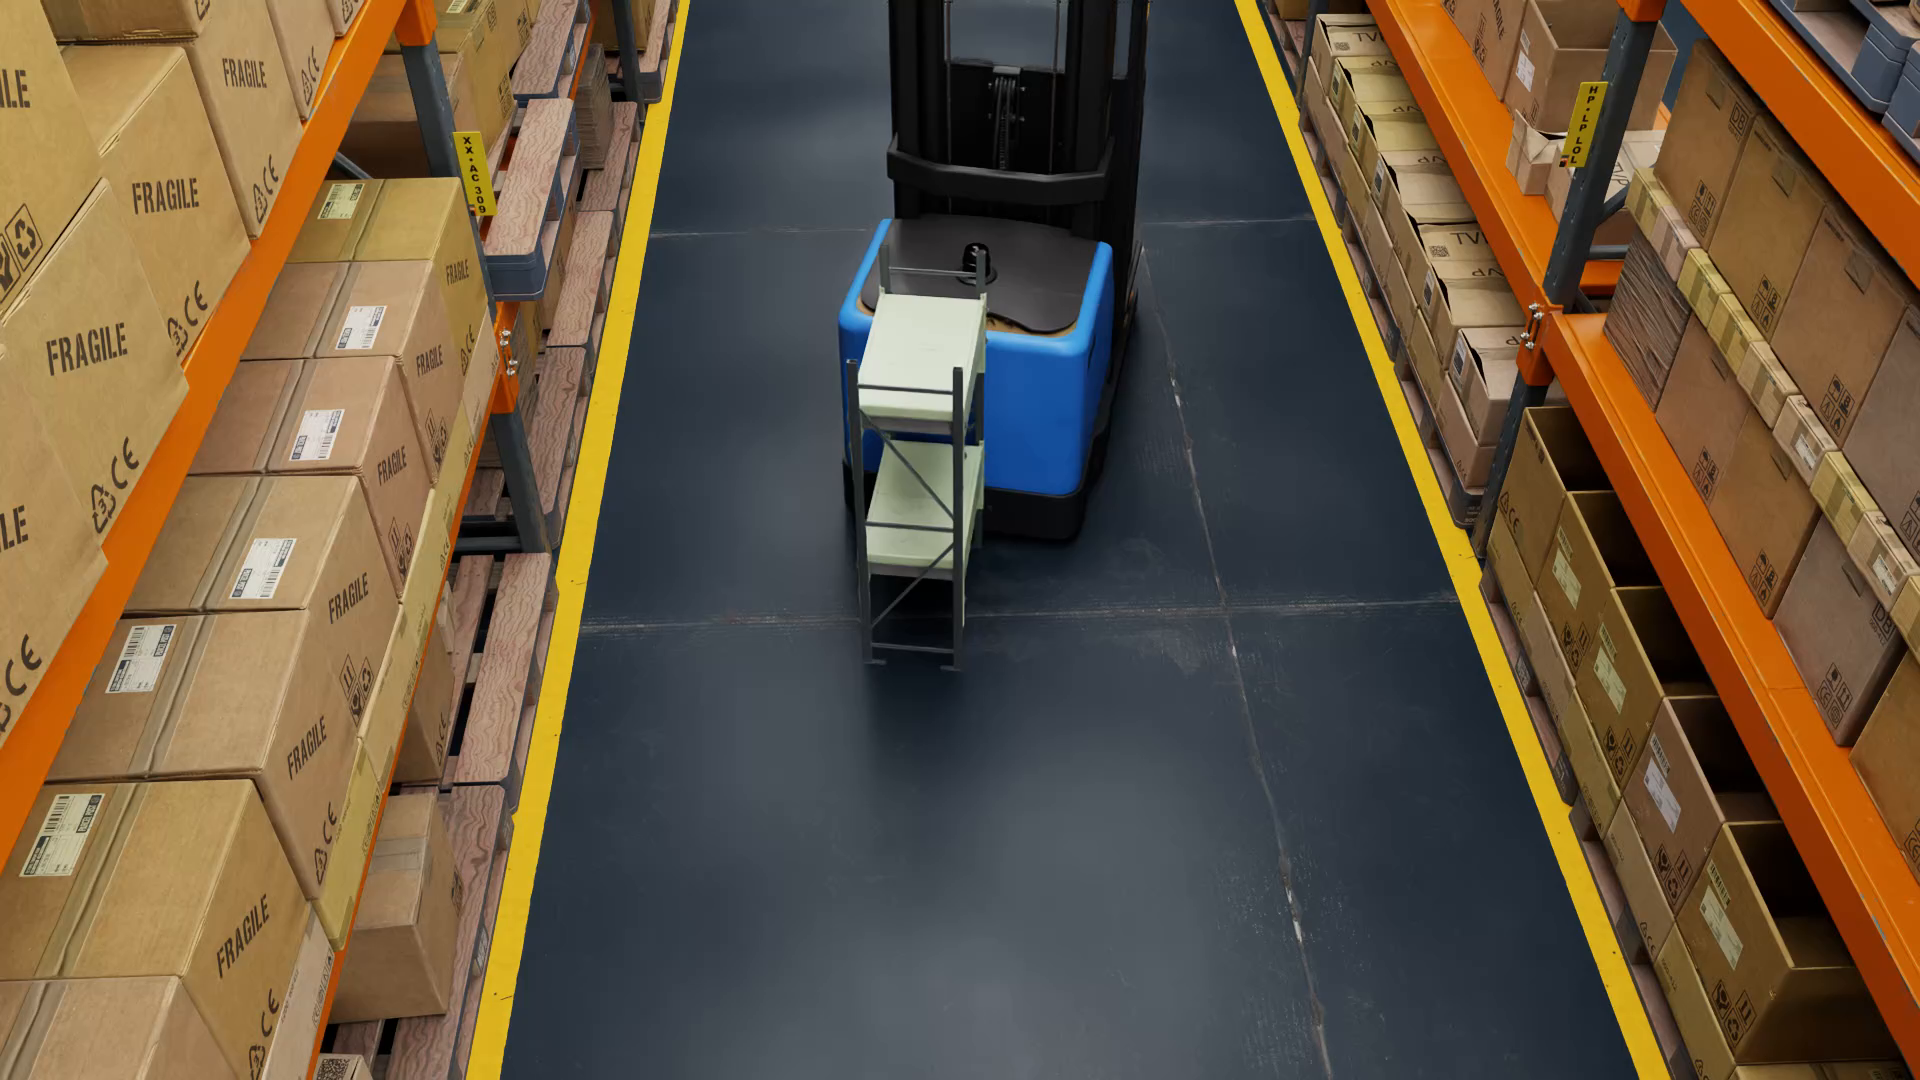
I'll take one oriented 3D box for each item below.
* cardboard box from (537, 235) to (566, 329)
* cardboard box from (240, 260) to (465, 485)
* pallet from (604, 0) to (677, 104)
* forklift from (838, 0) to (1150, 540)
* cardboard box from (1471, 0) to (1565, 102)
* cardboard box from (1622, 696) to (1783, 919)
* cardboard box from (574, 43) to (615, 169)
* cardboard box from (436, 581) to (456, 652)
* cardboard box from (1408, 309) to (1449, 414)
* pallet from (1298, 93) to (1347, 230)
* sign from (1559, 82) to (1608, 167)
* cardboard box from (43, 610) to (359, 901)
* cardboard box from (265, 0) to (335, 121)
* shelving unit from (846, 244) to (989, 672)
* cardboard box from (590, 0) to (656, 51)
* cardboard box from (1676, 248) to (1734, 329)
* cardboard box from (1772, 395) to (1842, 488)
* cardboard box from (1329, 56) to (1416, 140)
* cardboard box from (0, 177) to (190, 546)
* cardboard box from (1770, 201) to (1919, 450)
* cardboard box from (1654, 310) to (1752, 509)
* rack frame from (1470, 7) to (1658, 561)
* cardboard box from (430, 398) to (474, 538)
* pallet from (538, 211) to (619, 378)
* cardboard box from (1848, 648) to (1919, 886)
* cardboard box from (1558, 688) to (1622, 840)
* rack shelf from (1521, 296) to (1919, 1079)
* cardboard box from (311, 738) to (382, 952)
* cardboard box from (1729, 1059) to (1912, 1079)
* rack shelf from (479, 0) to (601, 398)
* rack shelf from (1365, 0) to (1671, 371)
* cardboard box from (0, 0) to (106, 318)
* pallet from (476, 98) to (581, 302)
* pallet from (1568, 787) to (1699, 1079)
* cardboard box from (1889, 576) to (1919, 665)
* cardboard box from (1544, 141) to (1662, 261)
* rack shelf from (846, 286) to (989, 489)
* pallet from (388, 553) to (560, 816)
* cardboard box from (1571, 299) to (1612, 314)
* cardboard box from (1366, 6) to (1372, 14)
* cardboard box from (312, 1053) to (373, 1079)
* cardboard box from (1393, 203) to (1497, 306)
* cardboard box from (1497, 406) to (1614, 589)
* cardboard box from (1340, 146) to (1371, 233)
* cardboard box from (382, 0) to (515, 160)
[{"bbox_3d":[-2.328,-1.359,8.037,0.700,0.500,0.500,-1,43,-1],"label":"cardboard box"},{"bbox_3d":[-1.871,-0.511,5.128,0.500,0.500,0.500,-2,43,-2],"label":"cardboard box"},{"bbox_3d":[-2.355,-3.136,10.515,1.003,0.211,1.213,-2,43,-2],"label":"pallet"},{"bbox_3d":[0.291,-2.089,7.360,1.130,2.935,3.031,8,43,9],"label":"forklift"},{"bbox_3d":[2.663,-2.323,7.491,0.500,0.500,0.500,-2,43,-2],"label":"cardboard box"},{"bbox_3d":[2.495,0.843,5.279,0.500,0.500,0.500,-2,43,-2],"label":"cardboard box"},{"bbox_3d":[-2.314,-2.386,9.157,0.700,0.500,0.500,-1,43,-1],"label":"cardboard box"},{"bbox_3d":[-2.174,0.314,6.459,0.380,0.166,0.250,-7,43,-7],"label":"cardboard box"},{"bbox_3d":[2.396,-0.828,7.658,0.500,0.250,0.500,-2,43,-2],"label":"cardboard box"},{"bbox_3d":[2.549,-2.189,9.482,1.003,0.211,1.213,-2,43,-2],"label":"pallet"},{"bbox_3d":[2.181,-1.449,5.813,0.100,0.325,0.005,-2,43,-2],"label":"sign"},{"bbox_3d":[-1.803,0.529,3.994,0.500,0.500,0.500,-3,43,-3],"label":"cardboard box"},{"bbox_3d":[-1.949,-1.403,4.253,0.500,0.500,0.500,-5,43,-5],"label":"cardboard box"},{"bbox_3d":[-0.146,-0.291,6.457,0.431,1.500,0.755,5,43,5],"label":"shelving unit"},{"bbox_3d":[-2.297,-3.492,10.120,0.750,0.750,0.750,-2,43,-2],"label":"cardboard box"},{"bbox_3d":[2.564,-0.819,5.370,0.380,0.149,0.250,-3,43,-3],"label":"cardboard box"},{"bbox_3d":[2.599,-0.293,4.796,0.380,0.149,0.250,-3,43,-3],"label":"cardboard box"},{"bbox_3d":[2.312,-2.406,8.964,0.500,0.311,0.500,-3,43,-3],"label":"cardboard box"},{"bbox_3d":[-1.834,-0.326,3.077,0.500,0.500,0.500,0,43,0],"label":"cardboard box"},{"bbox_3d":[2.791,-0.610,4.662,0.700,0.500,0.500,-2,43,-2],"label":"cardboard box"},{"bbox_3d":[2.777,-0.455,5.453,0.700,0.500,0.500,-2,43,-2],"label":"cardboard box"},{"bbox_3d":[2.723,-1.074,6.202,1.000,3.000,0.127,-2,43,-2],"label":"rack frame"},{"bbox_3d":[-1.891,-0.233,5.381,0.500,0.250,0.500,-1,43,-2],"label":"cardboard box"},{"bbox_3d":[-2.316,-1.252,8.460,1.003,0.211,1.213,-2,43,-2],"label":"pallet"},{"bbox_3d":[2.843,0.584,4.318,0.700,0.500,0.500,-1,43,-2],"label":"cardboard box"},{"bbox_3d":[2.472,0.782,5.901,0.500,0.250,0.500,-2,43,-2],"label":"cardboard box"},{"bbox_3d":[2.807,0.542,4.972,1.077,0.370,4.000,-2,43,-2],"label":"rack shelf"},{"bbox_3d":[-1.812,0.786,4.268,0.500,0.250,0.500,-2,43,-2],"label":"cardboard box"},{"bbox_3d":[2.541,1.795,4.796,0.500,0.250,0.500,-2,43,-2],"label":"cardboard box"},{"bbox_3d":[-2.311,-2.014,7.760,1.077,0.370,4.000,-2,43,-2],"label":"rack shelf"},{"bbox_3d":[2.638,-2.159,7.918,1.077,0.370,4.000,-2,43,-2],"label":"rack shelf"},{"bbox_3d":[-1.834,-0.700,2.745,0.500,0.500,0.500,-1,43,-1],"label":"cardboard box"},{"bbox_3d":[-2.114,-1.378,6.676,1.003,0.211,1.213,-2,43,-2],"label":"pallet"},{"bbox_3d":[2.769,1.318,5.656,1.003,0.211,1.213,-2,43,-2],"label":"pallet"},{"bbox_3d":[2.629,0.224,4.232,0.380,0.149,0.250,-1,43,-1],"label":"cardboard box"},{"bbox_3d":[2.658,-1.350,6.613,0.500,0.250,0.500,1,43,1],"label":"cardboard box"},{"bbox_3d":[-0.146,-0.578,6.194,0.431,0.370,0.720,5,43,5],"label":"rack shelf"},{"bbox_3d":[-2.163,0.551,6.492,1.003,0.211,1.213,-2,43,-2],"label":"pallet"},{"bbox_3d":[2.938,-1.046,7.480,0.500,0.311,0.500,-2,43,-2],"label":"cardboard box"},{"bbox_3d":[2.819,-3.330,10.188,0.500,0.500,0.500,0,43,0],"label":"cardboard box"},{"bbox_3d":[-2.020,1.746,4.790,0.500,0.311,0.500,2,43,2],"label":"cardboard box"},{"bbox_3d":[2.372,-1.375,7.839,0.500,0.311,0.500,-2,43,-2],"label":"cardboard box"},{"bbox_3d":[2.429,-0.169,6.384,0.500,0.500,0.500,-2,43,-2],"label":"cardboard box"},{"bbox_3d":[2.332,-1.863,8.787,0.500,0.250,0.500,-3,43,-3],"label":"cardboard box"},{"bbox_3d":[-2.231,-1.850,6.649,0.700,0.500,0.500,2,43,3],"label":"cardboard box"}]
